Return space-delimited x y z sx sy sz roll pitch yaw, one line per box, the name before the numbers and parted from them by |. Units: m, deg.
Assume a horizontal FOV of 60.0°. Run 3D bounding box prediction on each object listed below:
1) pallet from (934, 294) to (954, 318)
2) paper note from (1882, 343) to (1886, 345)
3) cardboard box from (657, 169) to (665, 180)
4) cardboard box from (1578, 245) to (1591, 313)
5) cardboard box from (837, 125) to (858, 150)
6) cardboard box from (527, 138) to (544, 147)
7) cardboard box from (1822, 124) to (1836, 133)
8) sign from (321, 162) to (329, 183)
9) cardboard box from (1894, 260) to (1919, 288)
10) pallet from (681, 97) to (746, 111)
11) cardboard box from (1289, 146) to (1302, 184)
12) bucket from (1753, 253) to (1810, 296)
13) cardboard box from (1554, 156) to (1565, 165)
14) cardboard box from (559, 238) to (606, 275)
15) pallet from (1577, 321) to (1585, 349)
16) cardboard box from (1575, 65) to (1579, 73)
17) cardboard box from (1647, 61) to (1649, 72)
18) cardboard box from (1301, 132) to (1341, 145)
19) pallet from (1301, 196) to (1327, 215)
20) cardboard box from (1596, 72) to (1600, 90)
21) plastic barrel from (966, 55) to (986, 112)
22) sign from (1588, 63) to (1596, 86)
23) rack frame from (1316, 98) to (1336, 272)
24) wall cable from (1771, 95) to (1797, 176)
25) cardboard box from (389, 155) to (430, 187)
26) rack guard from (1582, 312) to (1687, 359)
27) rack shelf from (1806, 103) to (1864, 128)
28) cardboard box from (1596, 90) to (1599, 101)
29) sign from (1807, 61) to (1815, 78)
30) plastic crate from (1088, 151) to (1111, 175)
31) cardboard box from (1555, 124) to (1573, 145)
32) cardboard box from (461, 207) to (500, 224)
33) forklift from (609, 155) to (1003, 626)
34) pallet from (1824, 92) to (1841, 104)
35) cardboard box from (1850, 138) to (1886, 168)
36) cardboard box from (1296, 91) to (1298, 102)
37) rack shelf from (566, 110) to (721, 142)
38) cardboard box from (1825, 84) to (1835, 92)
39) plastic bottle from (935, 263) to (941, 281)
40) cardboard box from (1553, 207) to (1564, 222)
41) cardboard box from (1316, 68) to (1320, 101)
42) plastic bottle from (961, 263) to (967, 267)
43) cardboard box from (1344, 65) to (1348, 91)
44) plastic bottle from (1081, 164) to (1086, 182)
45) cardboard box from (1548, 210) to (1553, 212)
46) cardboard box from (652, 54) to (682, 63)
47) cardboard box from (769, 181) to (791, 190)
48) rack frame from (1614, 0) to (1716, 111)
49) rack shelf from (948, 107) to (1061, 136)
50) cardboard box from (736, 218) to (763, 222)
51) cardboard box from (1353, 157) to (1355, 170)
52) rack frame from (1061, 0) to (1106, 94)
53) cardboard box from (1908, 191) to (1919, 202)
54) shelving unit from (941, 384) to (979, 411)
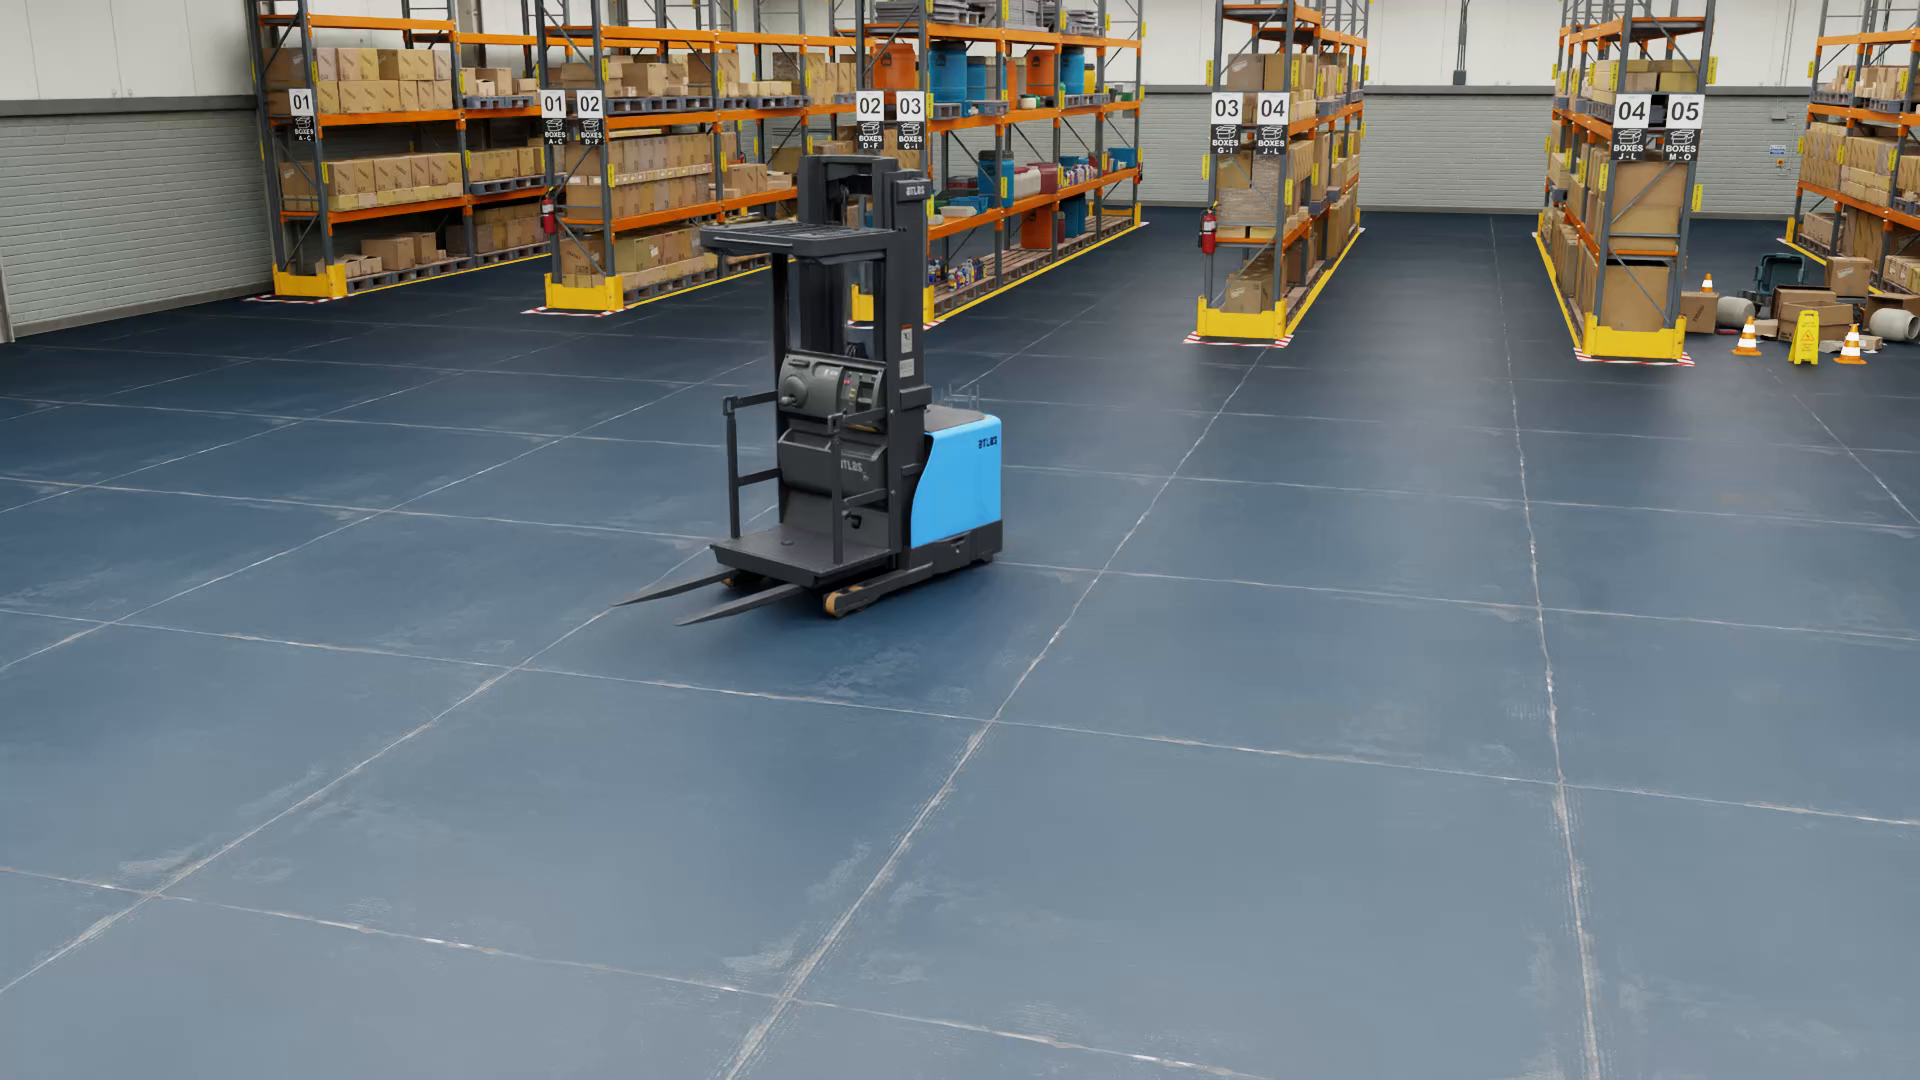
pallet | -0.733 -3.489 24.744 1.003 0.211 1.213 5 16 16
paper note | 12.177 -2.579 21.904 0.032 0.001 0.123 5 16 16
cardboard box | -4.938 -5.828 26.509 0.380 0.149 0.250 5 17 16
cardboard box | 9.169 -3.631 23.258 0.875 0.875 0.875 5 17 16
cardboard box | -2.387 -8.801 36.346 0.500 0.500 0.500 5 17 16
cardboard box | -8.317 -7.850 32.831 0.380 0.149 0.250 2 16 7
cardboard box | 17.005 -7.996 32.318 0.380 0.149 0.250 4 16 15
sign | -9.923 -5.738 25.975 0.100 0.325 0.005 5 16 16
cardboard box | 15.206 -4.133 25.948 0.950 0.372 0.625 4 16 15
pallet | -4.318 -7.609 29.014 0.805 0.209 1.217 4 16 14
cardboard box | 4.511 -5.267 23.341 0.500 0.500 0.500 5 16 16
bucket | 11.839 -3.788 23.902 0.726 0.611 0.620 11 9 35
cardboard box | 11.021 -6.901 30.263 0.380 0.149 0.250 5 17 18
cardboard box | -5.826 -4.383 25.682 0.500 0.500 0.500 5 16 16
pallet | 8.683 -2.674 21.868 1.003 0.211 1.213 5 16 16
cardboard box | 11.016 -8.216 29.217 0.396 0.266 0.258 5 16 16
cardboard box | 9.797 -6.616 23.206 0.380 0.149 0.250 5 16 16
cardboard box | 7.040 -7.713 32.505 0.797 0.503 0.637 4 16 14
pallet | 5.297 -5.354 26.559 1.003 0.211 1.213 5 16 16
cardboard box | 9.118 -6.372 23.078 0.500 0.250 0.500 4 16 15
plastic barrel | 0.128 -7.476 27.273 0.600 0.901 0.708 5 16 16
sign | 9.144 -6.729 24.035 0.100 0.325 0.005 5 16 16
rack frame | 6.077 -6.304 29.557 1.000 3.000 0.127 5 16 16
wall cable | 19.432 -9.609 39.292 0.585 1.953 0.123 5 16 16
cardboard box | -9.435 -6.298 28.402 0.500 0.500 0.500 4 16 14
rack guard | 8.524 -2.591 21.048 1.175 0.500 0.348 5 16 16
rack shelf | 17.284 -8.202 32.071 1.077 0.370 4.000 5 16 16
cardboard box | 9.022 -6.151 23.030 0.380 0.149 0.250 4 16 15
sign | 17.322 -9.575 33.845 0.100 0.325 0.005 5 16 16
plastic crate | 2.959 -8.008 35.339 0.402 0.464 0.583 5 16 16
cardboard box | 11.957 -7.891 32.593 0.500 0.500 0.500 4 16 14
cardboard box | -8.992 -6.089 31.200 0.500 0.250 0.500 4 16 15
forklift | -1.014 -1.050 11.159 1.130 2.935 3.031 13 20 38
pallet | 17.306 -8.514 32.014 1.003 0.211 1.213 5 16 16
cardboard box | 16.197 -6.883 29.583 0.500 0.500 0.500 5 16 16
cardboard box | 4.442 -6.093 22.860 0.380 0.149 0.250 5 16 16
rack shelf | -5.125 -6.600 26.424 1.077 0.370 4.000 5 16 16
cardboard box | 17.322 -8.934 32.840 0.380 0.149 0.250 5 17 18
plastic bottle | -0.361 -4.314 26.736 0.097 0.271 0.097 0 16 0
cardboard box | 11.477 -6.127 31.370 0.500 0.250 0.500 4 16 13
cardboard box | 5.169 -7.067 25.794 0.797 0.503 0.637 4 16 13
plastic bottle | 0.081 -4.307 26.701 0.152 0.276 0.135 5 16 16
cardboard box | 7.536 -9.441 33.986 0.700 0.500 0.500 6 17 19
plastic bottle | 2.465 -7.397 33.500 0.144 0.351 0.185 5 16 16
cardboard box | 12.454 -6.783 34.611 0.380 0.149 0.250 4 16 13
cardboard box | -6.562 -10.649 37.328 0.500 0.500 0.500 4 16 15
cardboard box | -3.410 -6.695 31.398 0.380 0.149 0.250 5 16 16
rack frame | 8.530 -6.686 19.910 1.000 3.000 0.127 5 16 16
rack shelf | 0.760 -7.262 28.756 1.077 0.370 4.000 5 16 16
cardboard box | -3.991 -5.970 31.621 0.500 0.311 0.500 4 16 14
cardboard box | 8.034 -7.918 34.978 0.500 0.250 0.500 5 16 16
rack frame | 2.465 -10.621 33.782 1.000 3.000 0.127 5 16 16
cardboard box | 14.975 -5.336 25.837 0.380 0.149 0.250 5 17 16
shelving unit | 0.001 -0.575 12.656 0.258 1.200 0.189 5 17 18
